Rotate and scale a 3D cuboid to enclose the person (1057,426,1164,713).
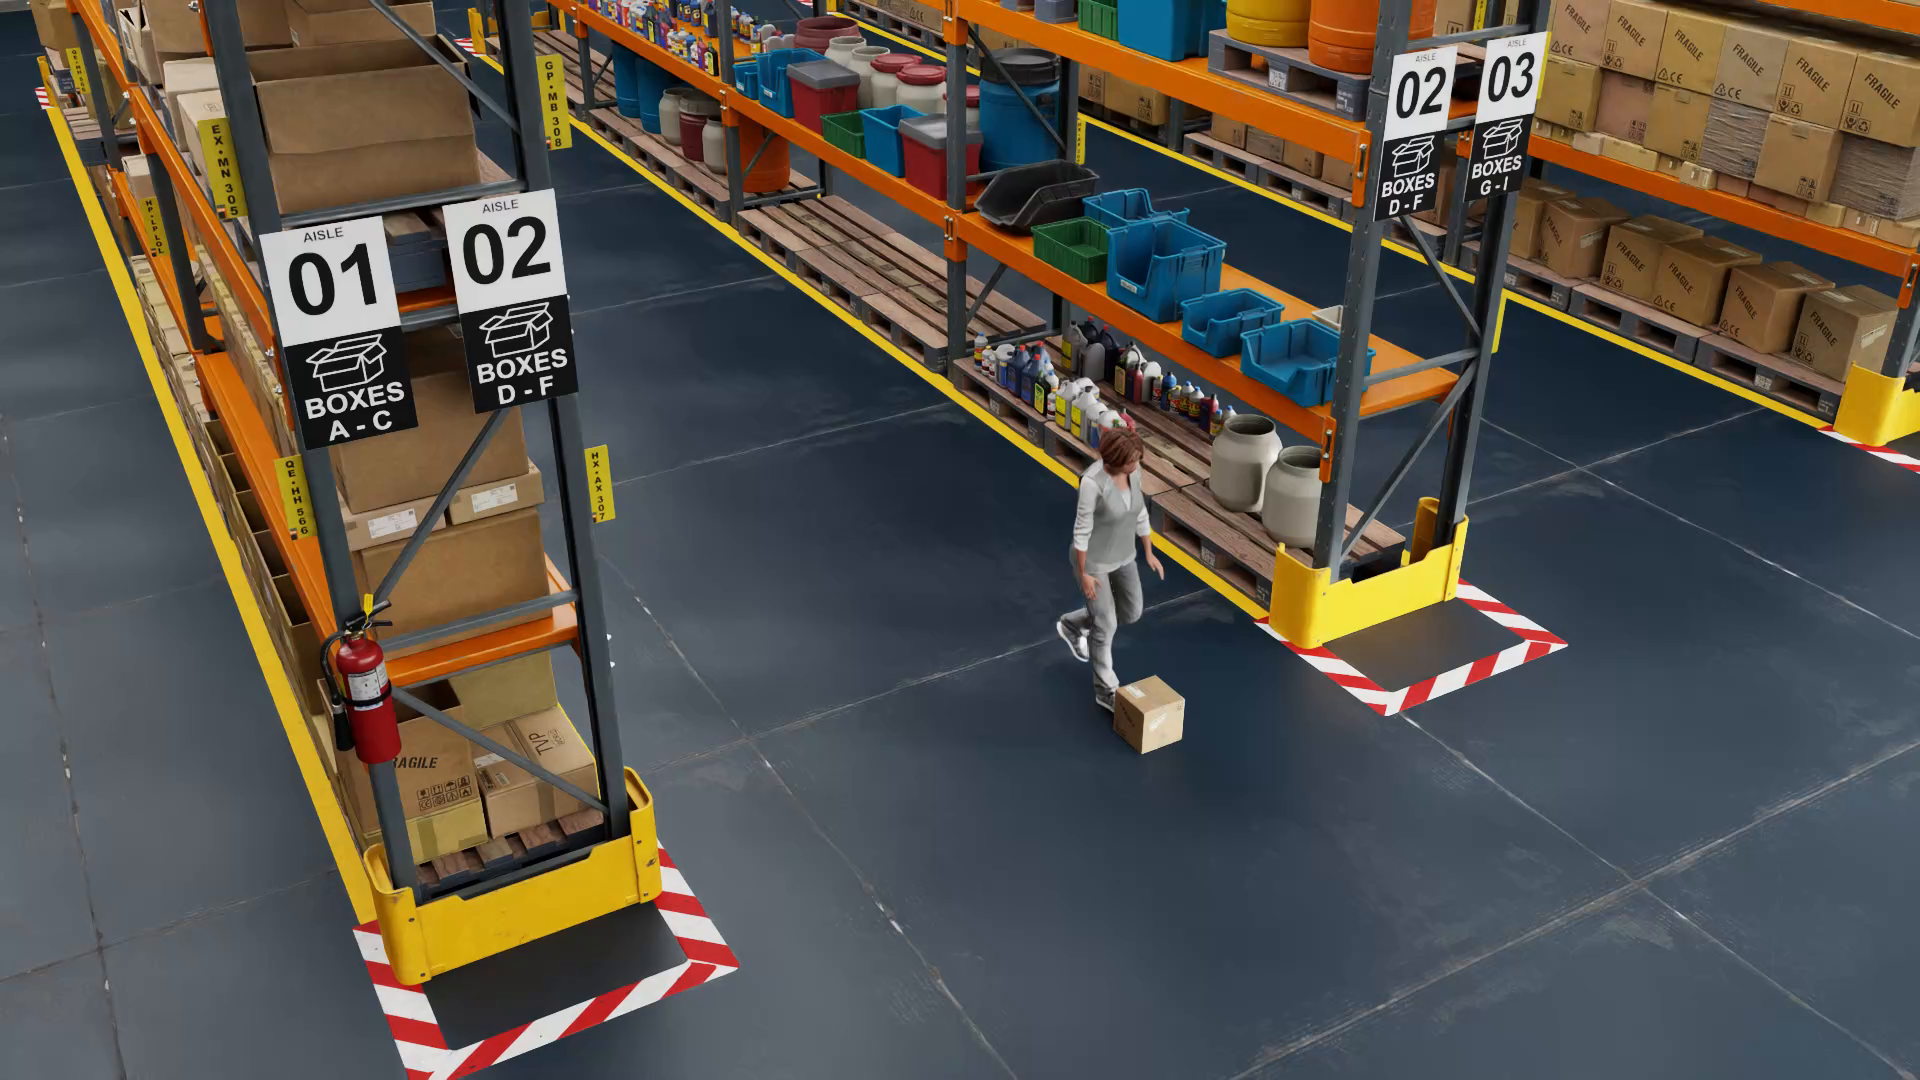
[{"bbox_3d":[0.713,0.109,8.356,0.641,1.573,0.419,26,39,38],"label":"person"}]
